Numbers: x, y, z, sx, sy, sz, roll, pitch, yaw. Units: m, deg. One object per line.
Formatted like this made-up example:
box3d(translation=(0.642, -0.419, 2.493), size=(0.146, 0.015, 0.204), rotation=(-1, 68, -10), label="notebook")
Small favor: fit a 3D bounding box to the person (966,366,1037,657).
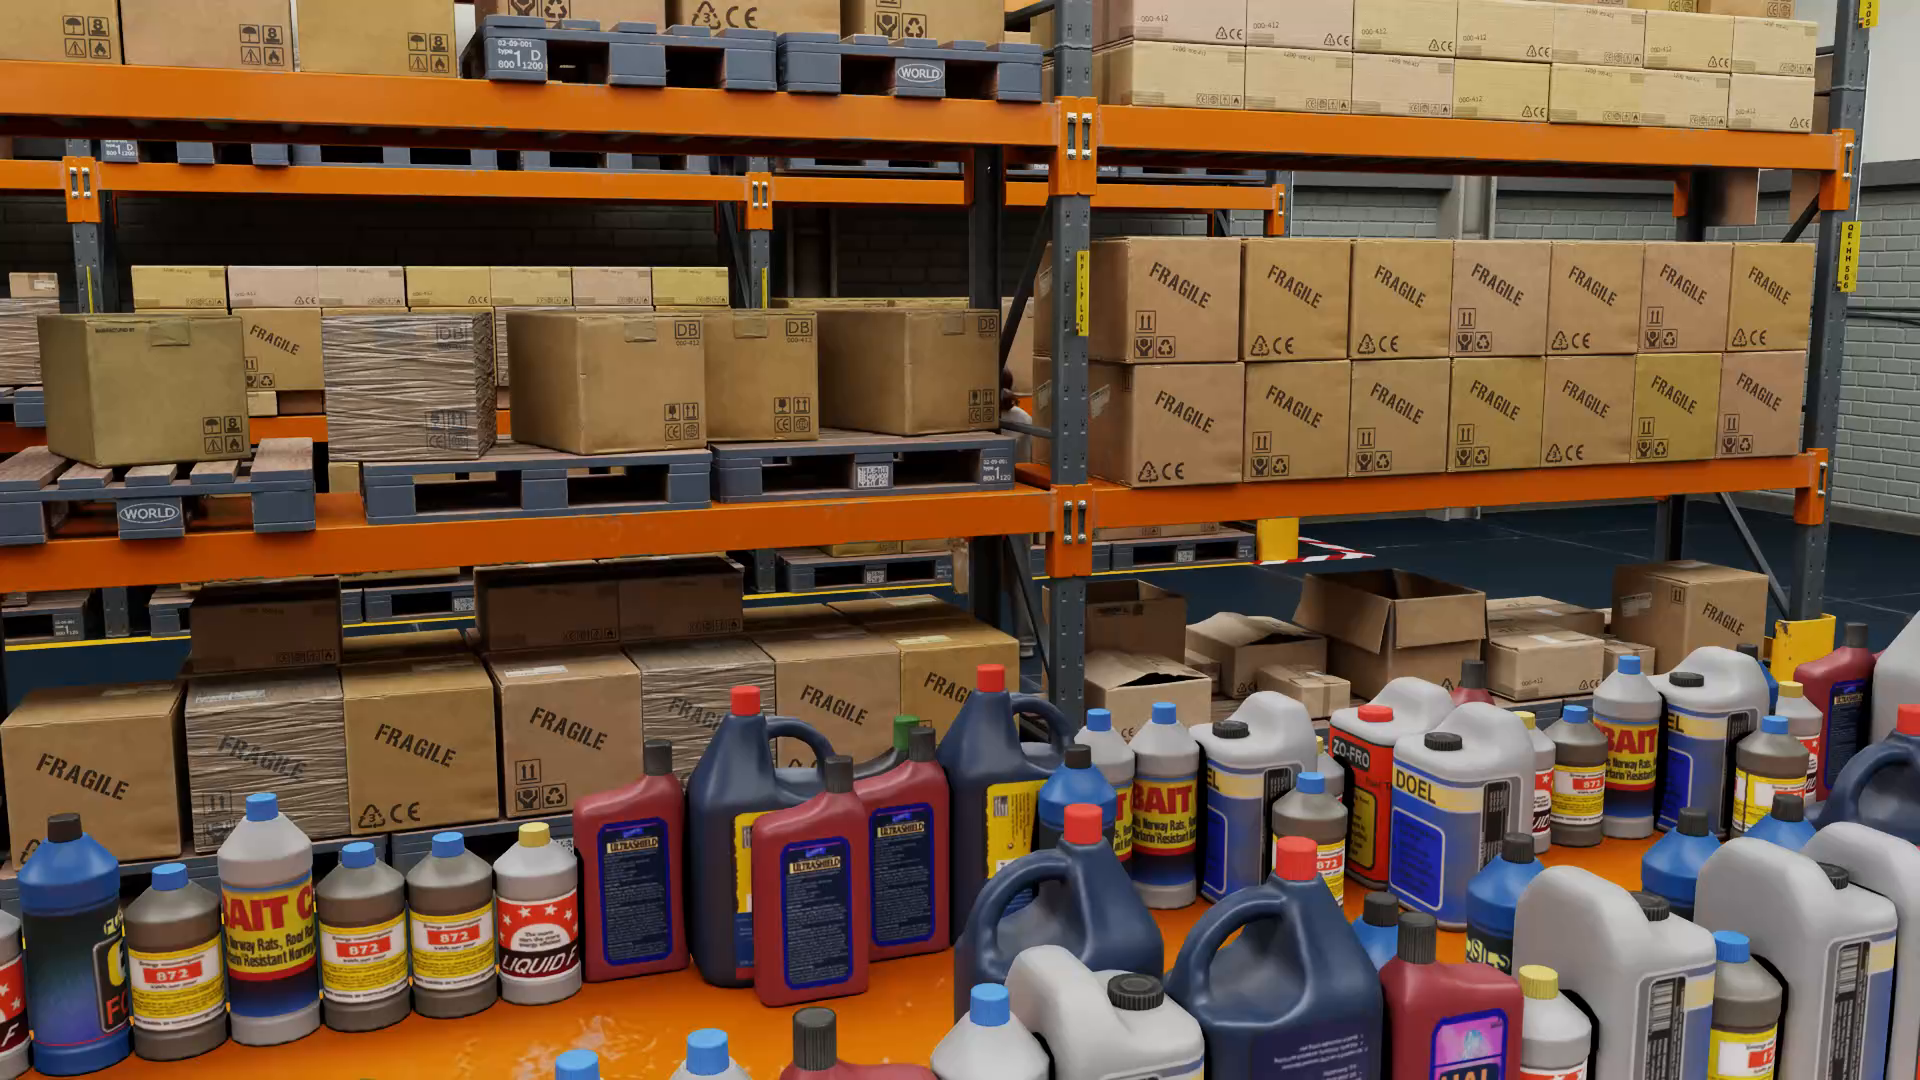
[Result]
box3d(translation=(0.221, -0.111, 9.399), size=(0.476, 1.571, 0.363), rotation=(-4, 10, -22), label="person")
